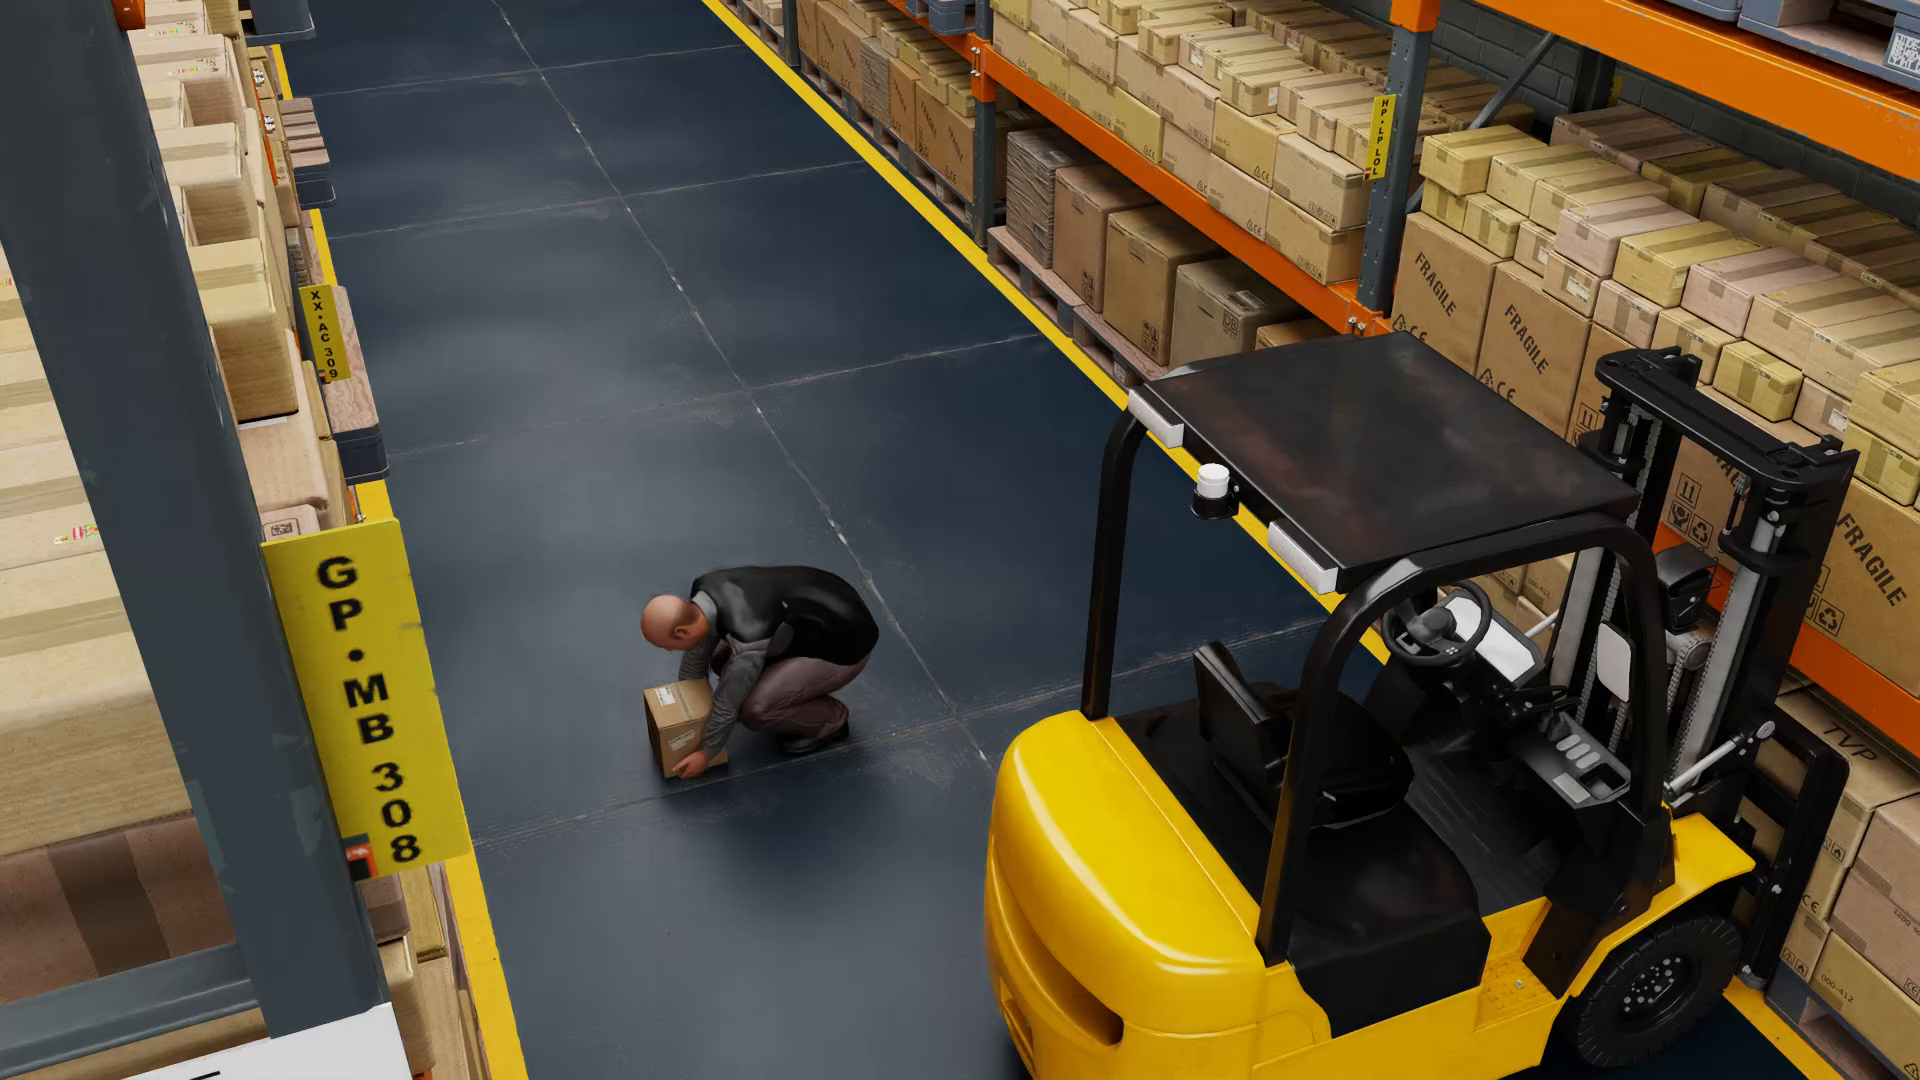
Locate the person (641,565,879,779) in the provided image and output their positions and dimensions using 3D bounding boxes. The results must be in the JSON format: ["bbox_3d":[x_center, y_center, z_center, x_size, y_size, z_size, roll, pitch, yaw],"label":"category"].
[{"bbox_3d":[-0.761,0.458,6.380,0.898,0.830,0.528,-13,35,-19],"label":"person"}]
